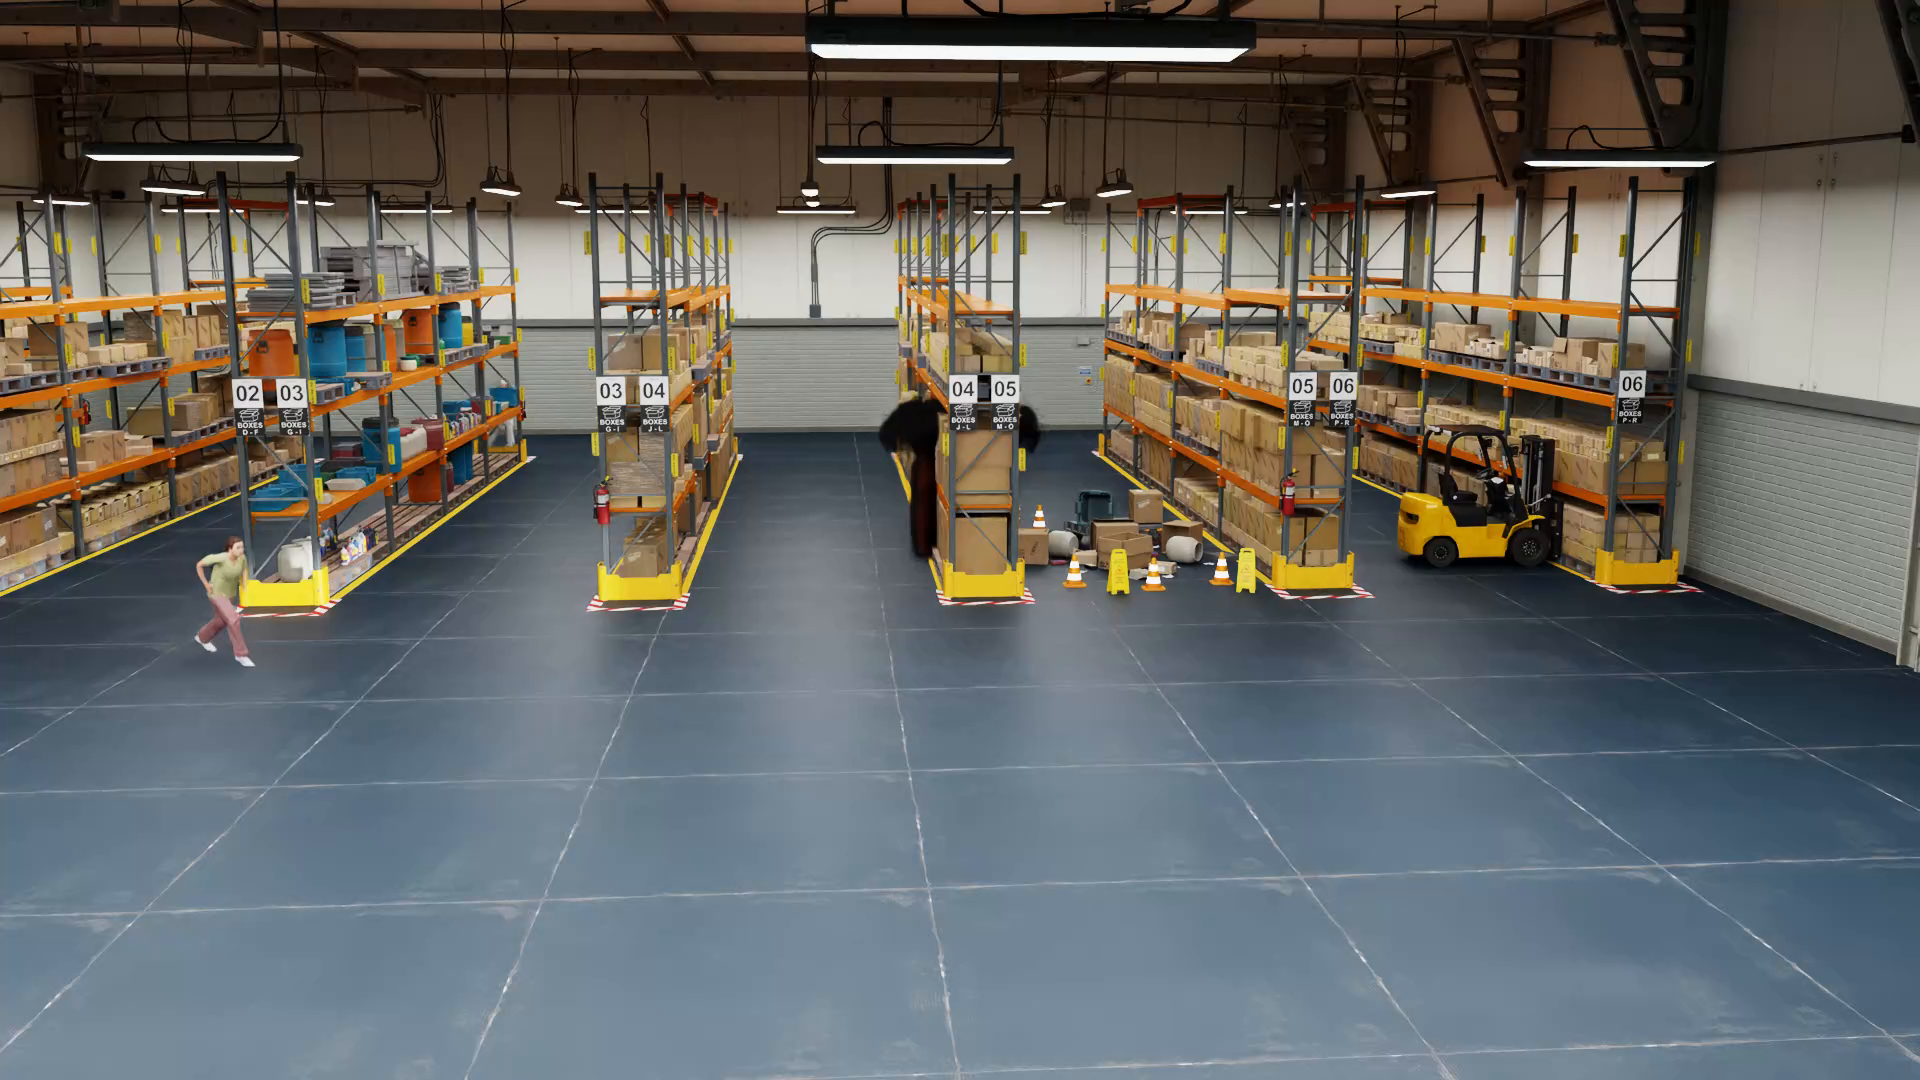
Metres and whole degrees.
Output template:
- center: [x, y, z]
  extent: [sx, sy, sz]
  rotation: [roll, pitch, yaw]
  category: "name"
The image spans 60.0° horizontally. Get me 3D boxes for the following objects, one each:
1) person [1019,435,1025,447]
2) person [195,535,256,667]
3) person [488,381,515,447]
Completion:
- center: [1.150, -3.055, 41.057]
  extent: [0.903, 1.671, 0.590]
  rotation: [-1, 10, -7]
  category: "person"
- center: [-8.974, 0.721, 20.148]
  extent: [1.003, 1.626, 0.617]
  rotation: [6, 12, 32]
  category: "person"
- center: [-11.037, -2.963, 40.247]
  extent: [1.058, 1.787, 0.735]
  rotation: [7, 12, 34]
  category: "person"
